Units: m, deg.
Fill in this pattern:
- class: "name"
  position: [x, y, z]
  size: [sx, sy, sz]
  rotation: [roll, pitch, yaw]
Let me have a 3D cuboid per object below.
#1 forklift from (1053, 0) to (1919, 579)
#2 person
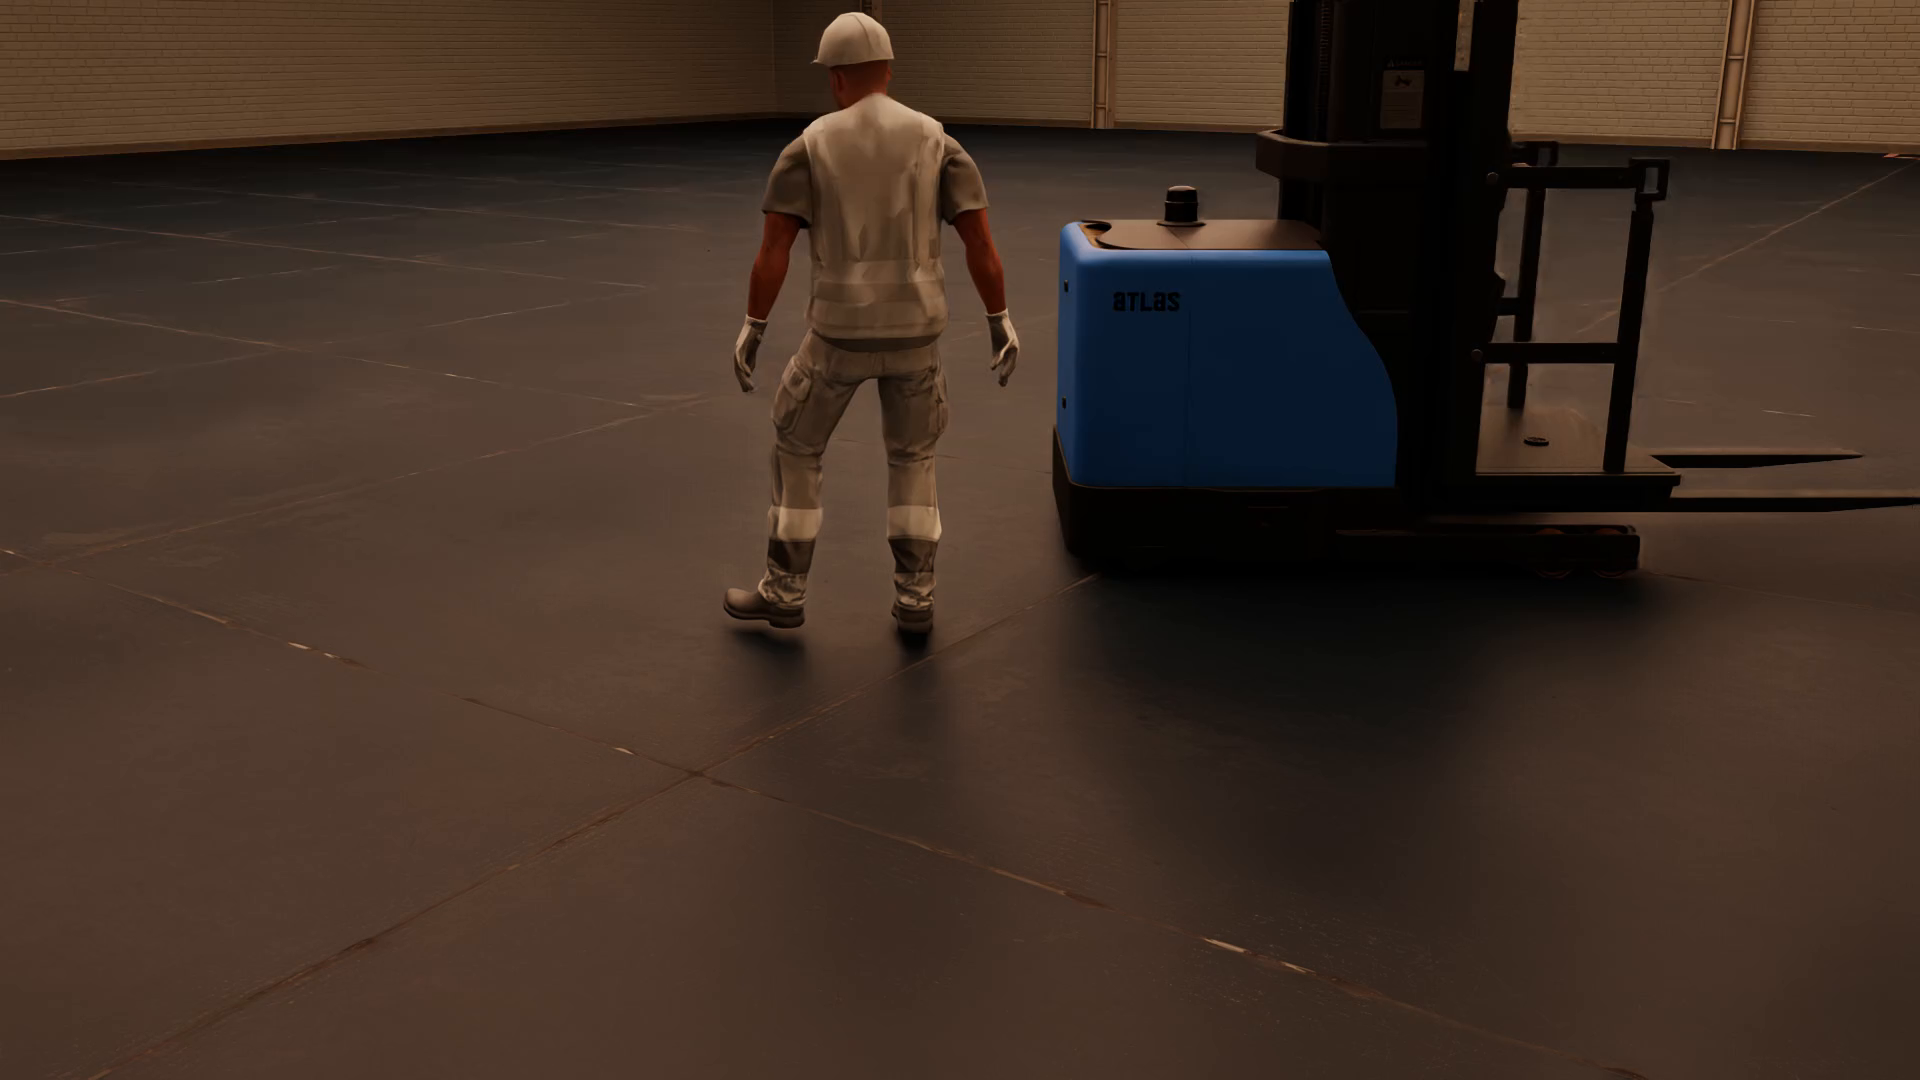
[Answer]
- class: "forklift"
  position: [1.873, -1.427, 5.604]
  size: [3.031, 2.935, 1.130]
  rotation: [0, 17, 0]
- class: "person"
  position: [-0.277, -0.610, 4.807]
  size: [0.865, 1.748, 0.428]
  rotation: [-3, 17, -11]
